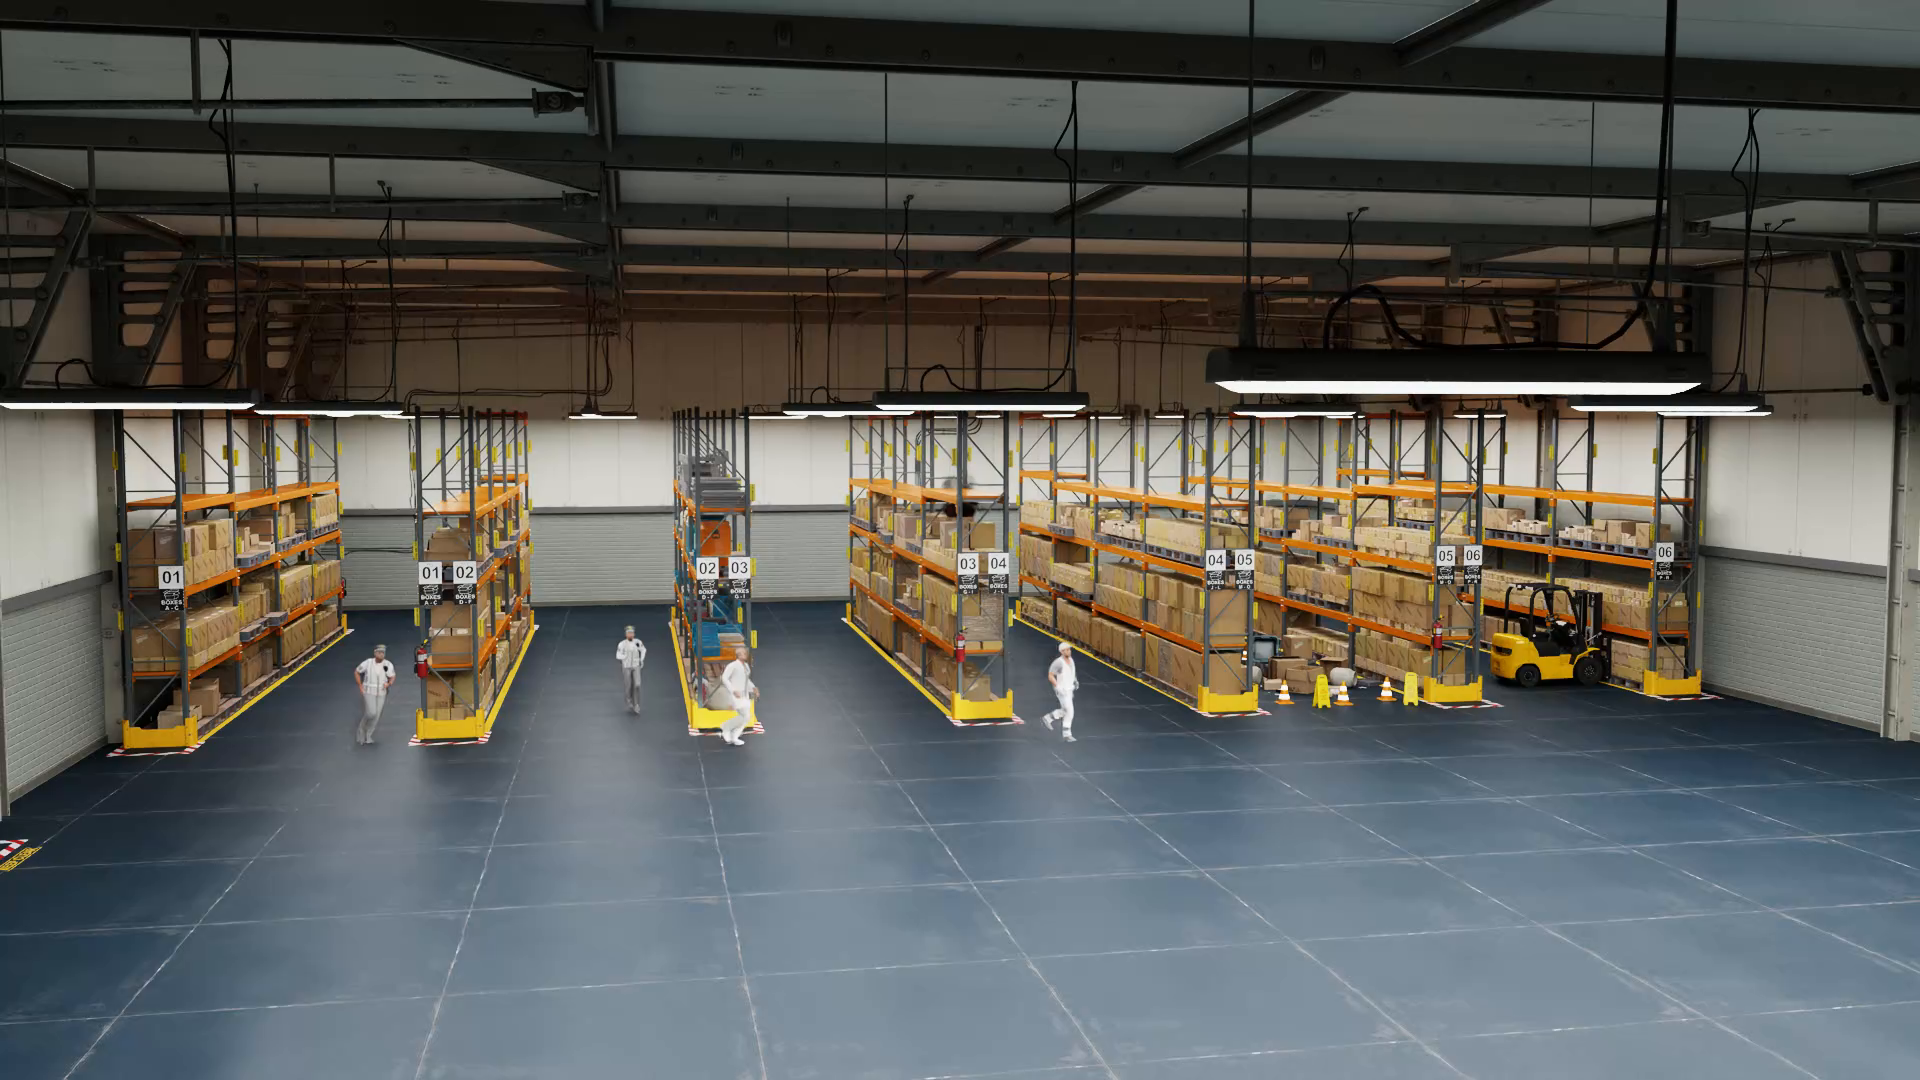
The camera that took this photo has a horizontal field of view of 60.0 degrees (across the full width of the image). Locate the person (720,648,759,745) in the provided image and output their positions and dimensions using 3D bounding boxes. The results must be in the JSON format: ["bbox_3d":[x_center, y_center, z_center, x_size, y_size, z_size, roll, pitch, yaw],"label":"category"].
[{"bbox_3d":[-3.912,2.771,29.546,0.612,1.718,0.712,2,4,21],"label":"person"}]

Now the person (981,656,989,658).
[{"bbox_3d":[0.611,1.989,40.302,0.657,1.735,0.594,-1,4,-19],"label":"person"}]

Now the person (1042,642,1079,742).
[{"bbox_3d":[1.799,2.714,29.953,0.770,1.783,0.655,3,5,37],"label":"person"}]

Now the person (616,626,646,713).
[{"bbox_3d":[-6.500,2.554,32.836,0.557,1.740,0.726,-1,4,-15],"label":"person"}]

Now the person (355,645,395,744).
[{"bbox_3d":[-10.436,2.751,29.701,0.677,1.762,0.593,-3,5,-37],"label":"person"}]
